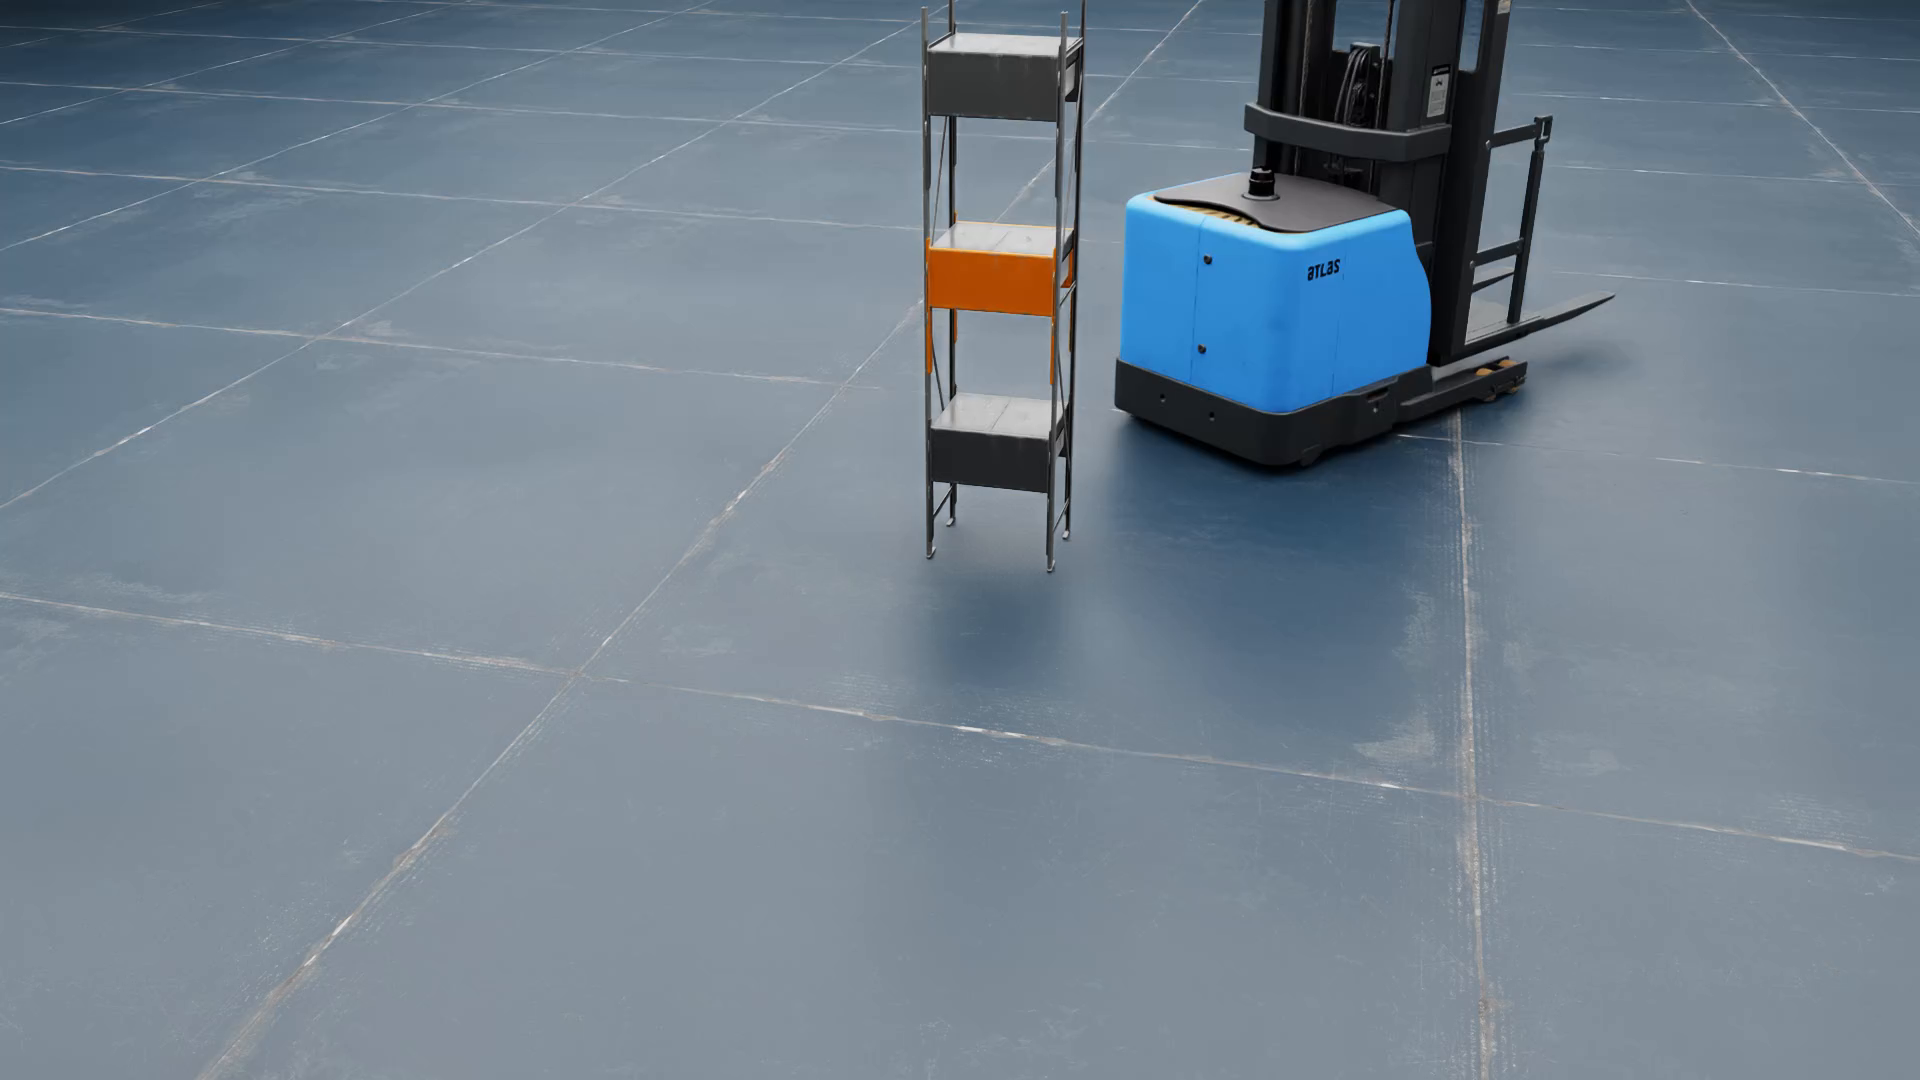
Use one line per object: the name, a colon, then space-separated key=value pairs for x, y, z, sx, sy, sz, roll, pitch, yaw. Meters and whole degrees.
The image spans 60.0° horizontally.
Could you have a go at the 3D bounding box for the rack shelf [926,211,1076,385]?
rack shelf: x=0.160 y=-0.918 z=6.267 sx=0.480 sy=0.518 sz=0.431 roll=6 pitch=26 yaw=13

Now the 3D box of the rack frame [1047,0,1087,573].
rack frame: x=0.397 y=-0.904 z=6.207 sx=0.015 sy=2.100 sz=0.400 roll=6 pitch=26 yaw=13

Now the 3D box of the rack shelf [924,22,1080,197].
rack shelf: x=0.160 y=-1.550 z=5.966 sx=0.480 sy=0.518 sz=0.431 roll=6 pitch=26 yaw=13

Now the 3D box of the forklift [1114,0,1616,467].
forklift: x=2.192 y=-2.154 z=7.865 sx=3.031 sy=2.935 sz=1.130 roll=-20 pitch=32 yaw=-35

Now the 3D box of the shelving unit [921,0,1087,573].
shelving unit: x=0.160 y=-0.930 z=6.261 sx=0.503 sy=2.100 sz=0.431 roll=6 pitch=26 yaw=13

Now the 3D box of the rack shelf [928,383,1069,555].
rack shelf: x=0.160 y=-0.286 z=6.568 sx=0.480 sy=0.518 sz=0.431 roll=6 pitch=26 yaw=13

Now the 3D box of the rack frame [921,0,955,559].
rack frame: x=-0.076 y=-0.956 z=6.316 sx=0.015 sy=2.100 sz=0.400 roll=6 pitch=26 yaw=13
